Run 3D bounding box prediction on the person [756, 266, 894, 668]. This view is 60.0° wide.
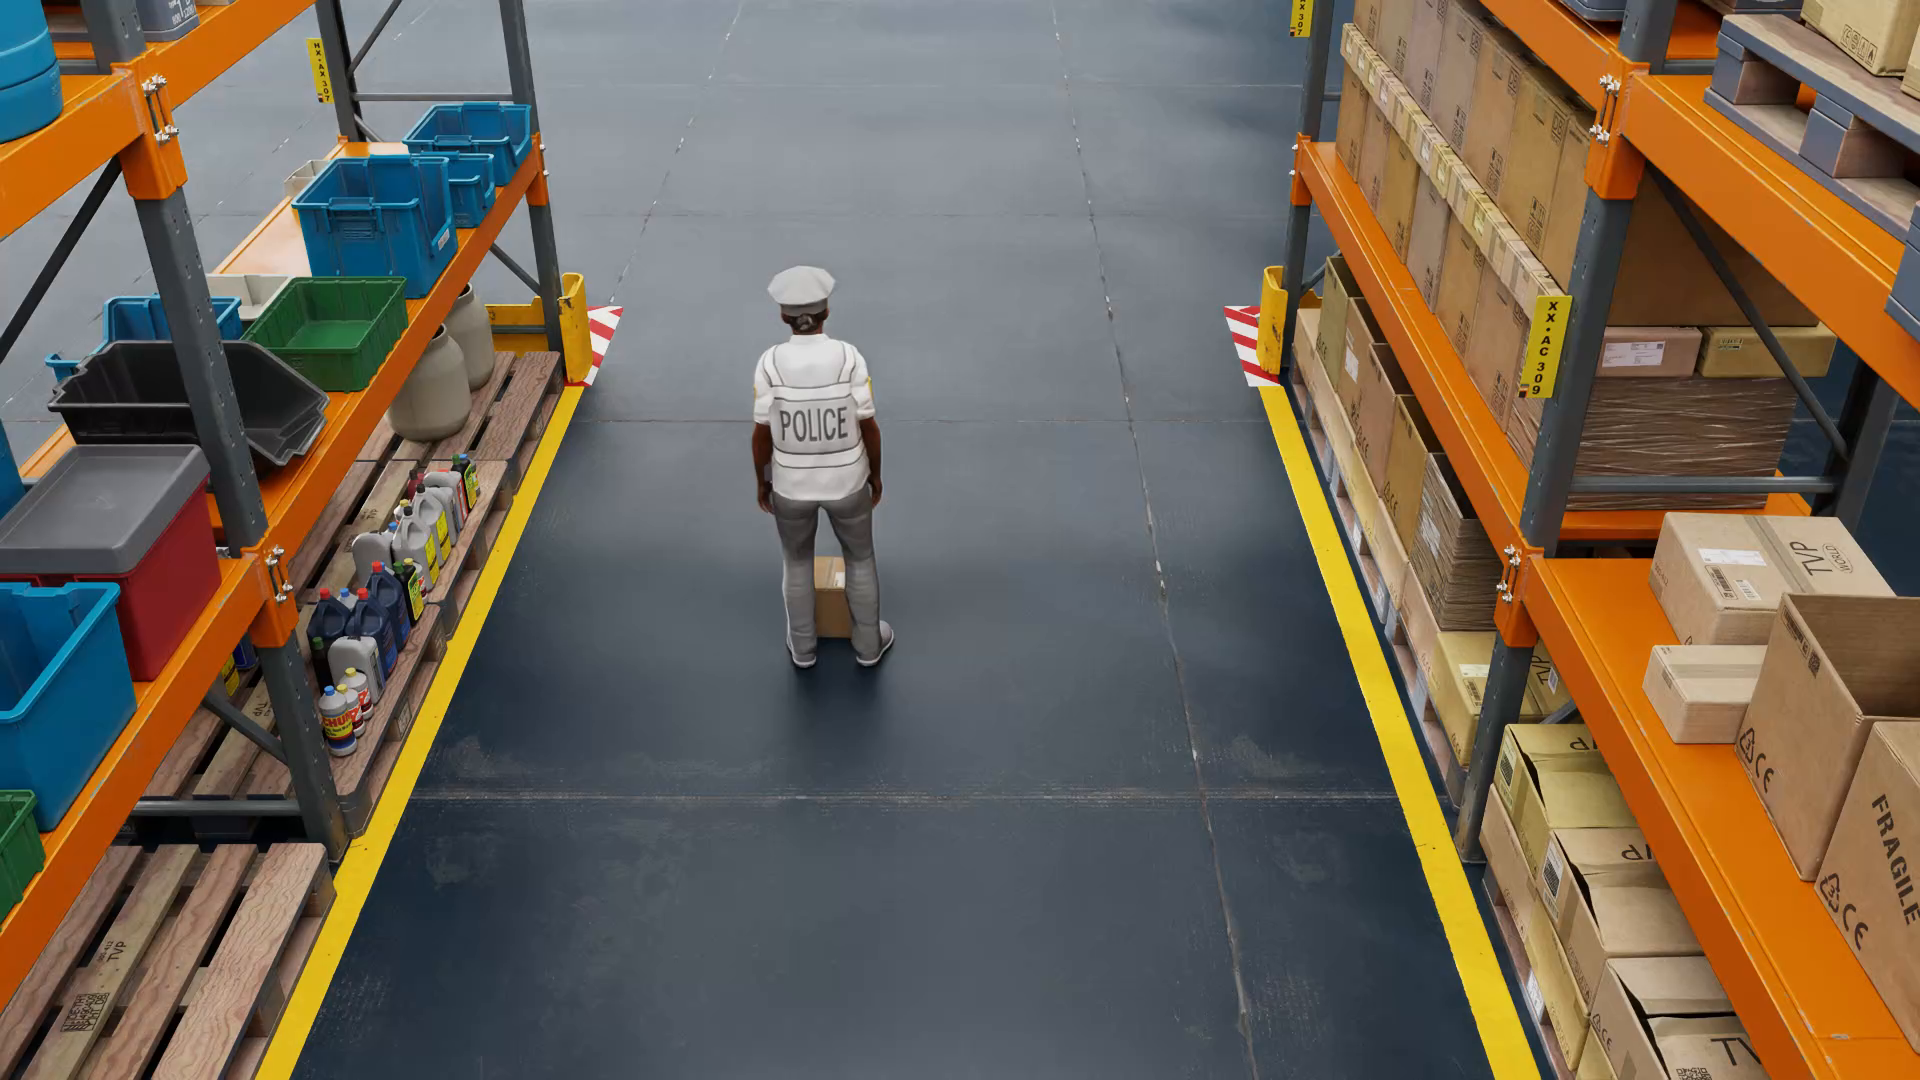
[{"bbox_3d":[-0.530,-0.231,6.511,0.507,1.657,0.391,-1,32,-2],"label":"person"}]
